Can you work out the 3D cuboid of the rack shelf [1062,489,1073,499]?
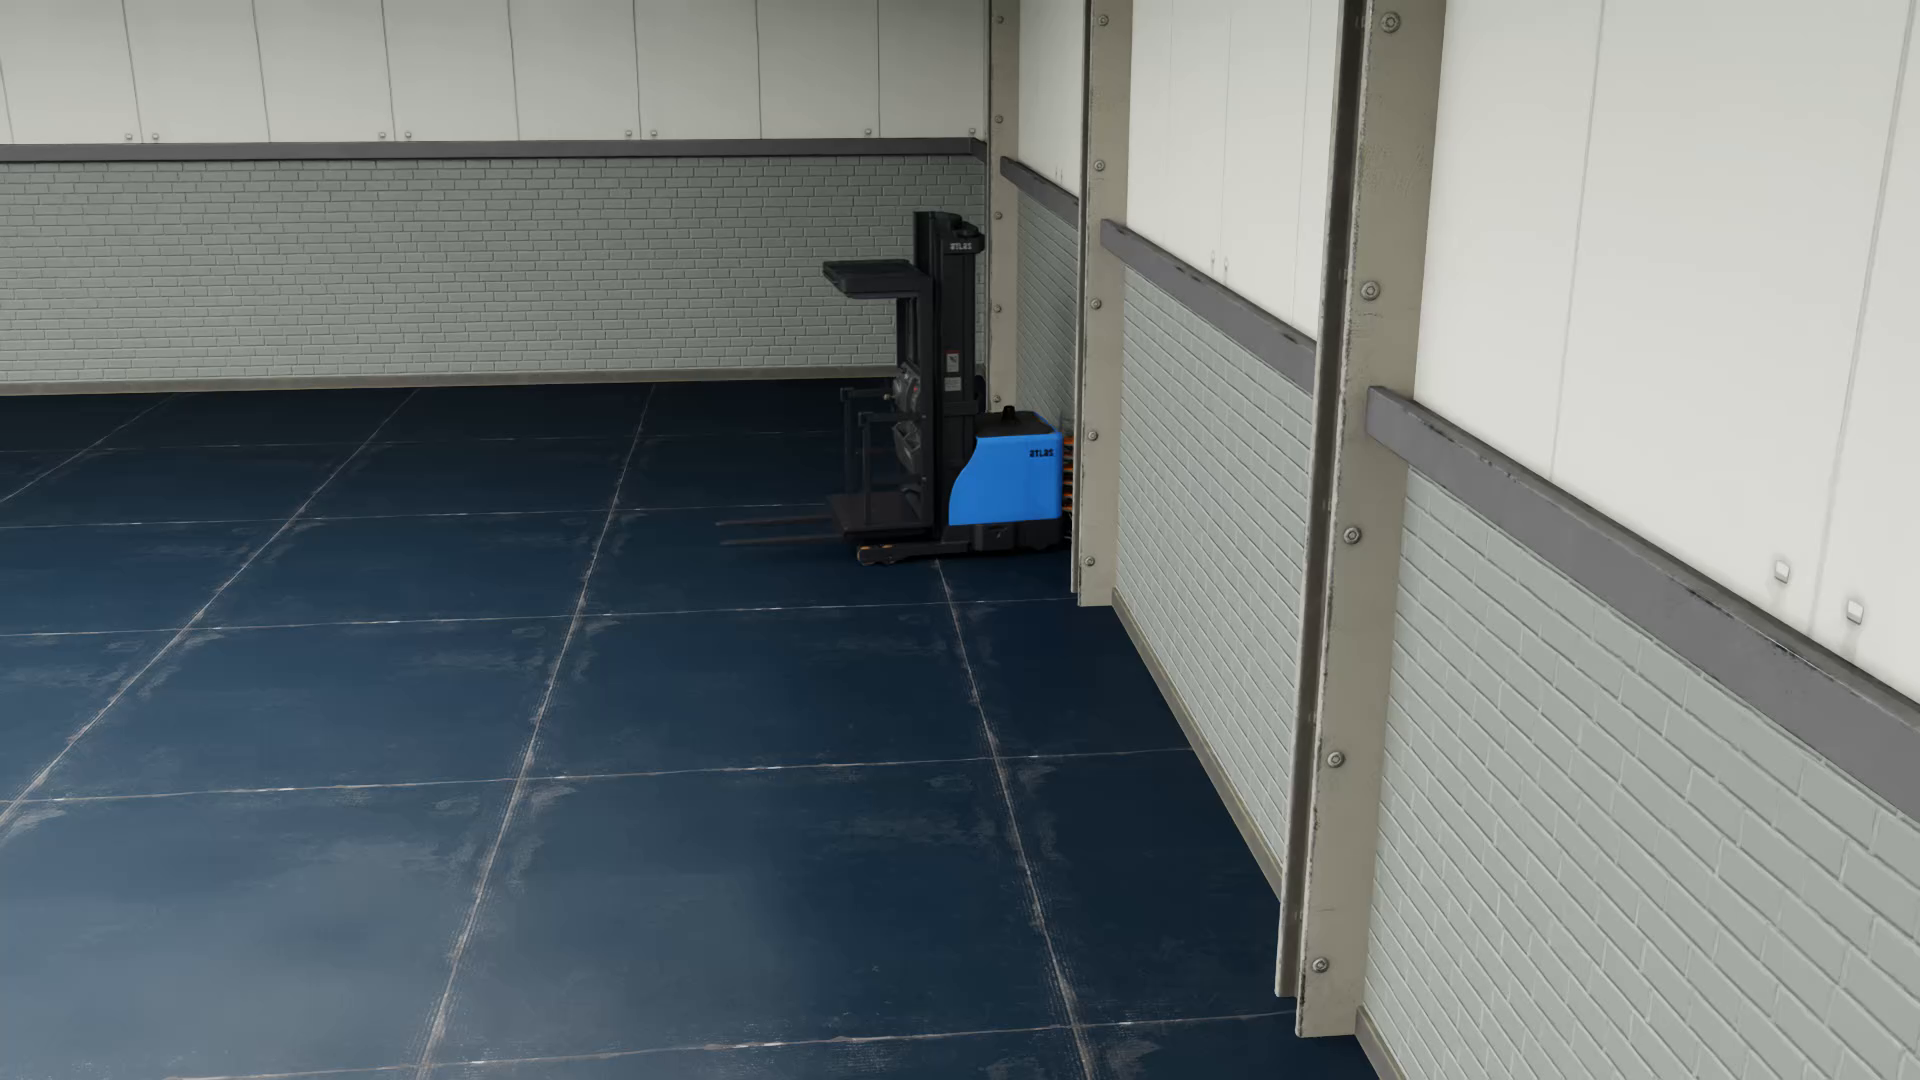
[{"bbox_3d":[0.963,-0.388,14.883,0.258,0.103,0.180,5,18,5],"label":"rack shelf"}]

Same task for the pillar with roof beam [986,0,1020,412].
[{"bbox_3d":[-3.806,-5.474,17.590,9.100,9.000,0.400,-2,18,-6],"label":"pillar with roof beam"}]

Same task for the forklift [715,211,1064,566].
[{"bbox_3d":[-0.650,-1.347,14.574,3.031,2.935,1.130,-4,18,-12],"label":"forklift"}]

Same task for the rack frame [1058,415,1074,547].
[{"bbox_3d":[0.962,-0.517,14.745,0.240,1.200,0.006,5,18,5],"label":"rack frame"}]

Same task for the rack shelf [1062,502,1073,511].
[{"bbox_3d":[0.957,-0.274,14.919,0.258,0.103,0.180,5,18,5],"label":"rack shelf"}]

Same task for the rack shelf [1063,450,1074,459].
[{"bbox_3d":[0.982,-0.730,14.772,0.258,0.103,0.180,5,18,5],"label":"rack shelf"}]

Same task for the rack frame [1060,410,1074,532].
[{"bbox_3d":[0.982,-0.572,14.919,0.240,1.200,0.006,5,18,5],"label":"rack frame"}]

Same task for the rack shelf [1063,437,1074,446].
[{"bbox_3d":[0.988,-0.845,14.736,0.258,0.103,0.180,5,18,5],"label":"rack shelf"}]

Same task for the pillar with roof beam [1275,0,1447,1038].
[{"bbox_3d":[-2.569,-1.899,6.202,9.100,9.000,0.400,-2,18,-6],"label":"pillar with roof beam"}]

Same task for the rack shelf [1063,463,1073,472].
[{"bbox_3d":[0.976,-0.616,14.809,0.258,0.103,0.180,5,18,5],"label":"rack shelf"}]

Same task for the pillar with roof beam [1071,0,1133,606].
[{"bbox_3d":[-3.187,-3.687,11.896,9.100,9.000,0.400,-2,18,-6],"label":"pillar with roof beam"}]

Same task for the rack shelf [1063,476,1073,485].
[{"bbox_3d":[0.970,-0.502,14.846,0.258,0.103,0.180,5,18,5],"label":"rack shelf"}]

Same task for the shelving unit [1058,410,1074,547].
[{"bbox_3d":[0.972,-0.545,14.832,0.258,1.200,0.189,5,18,5],"label":"shelving unit"}]
